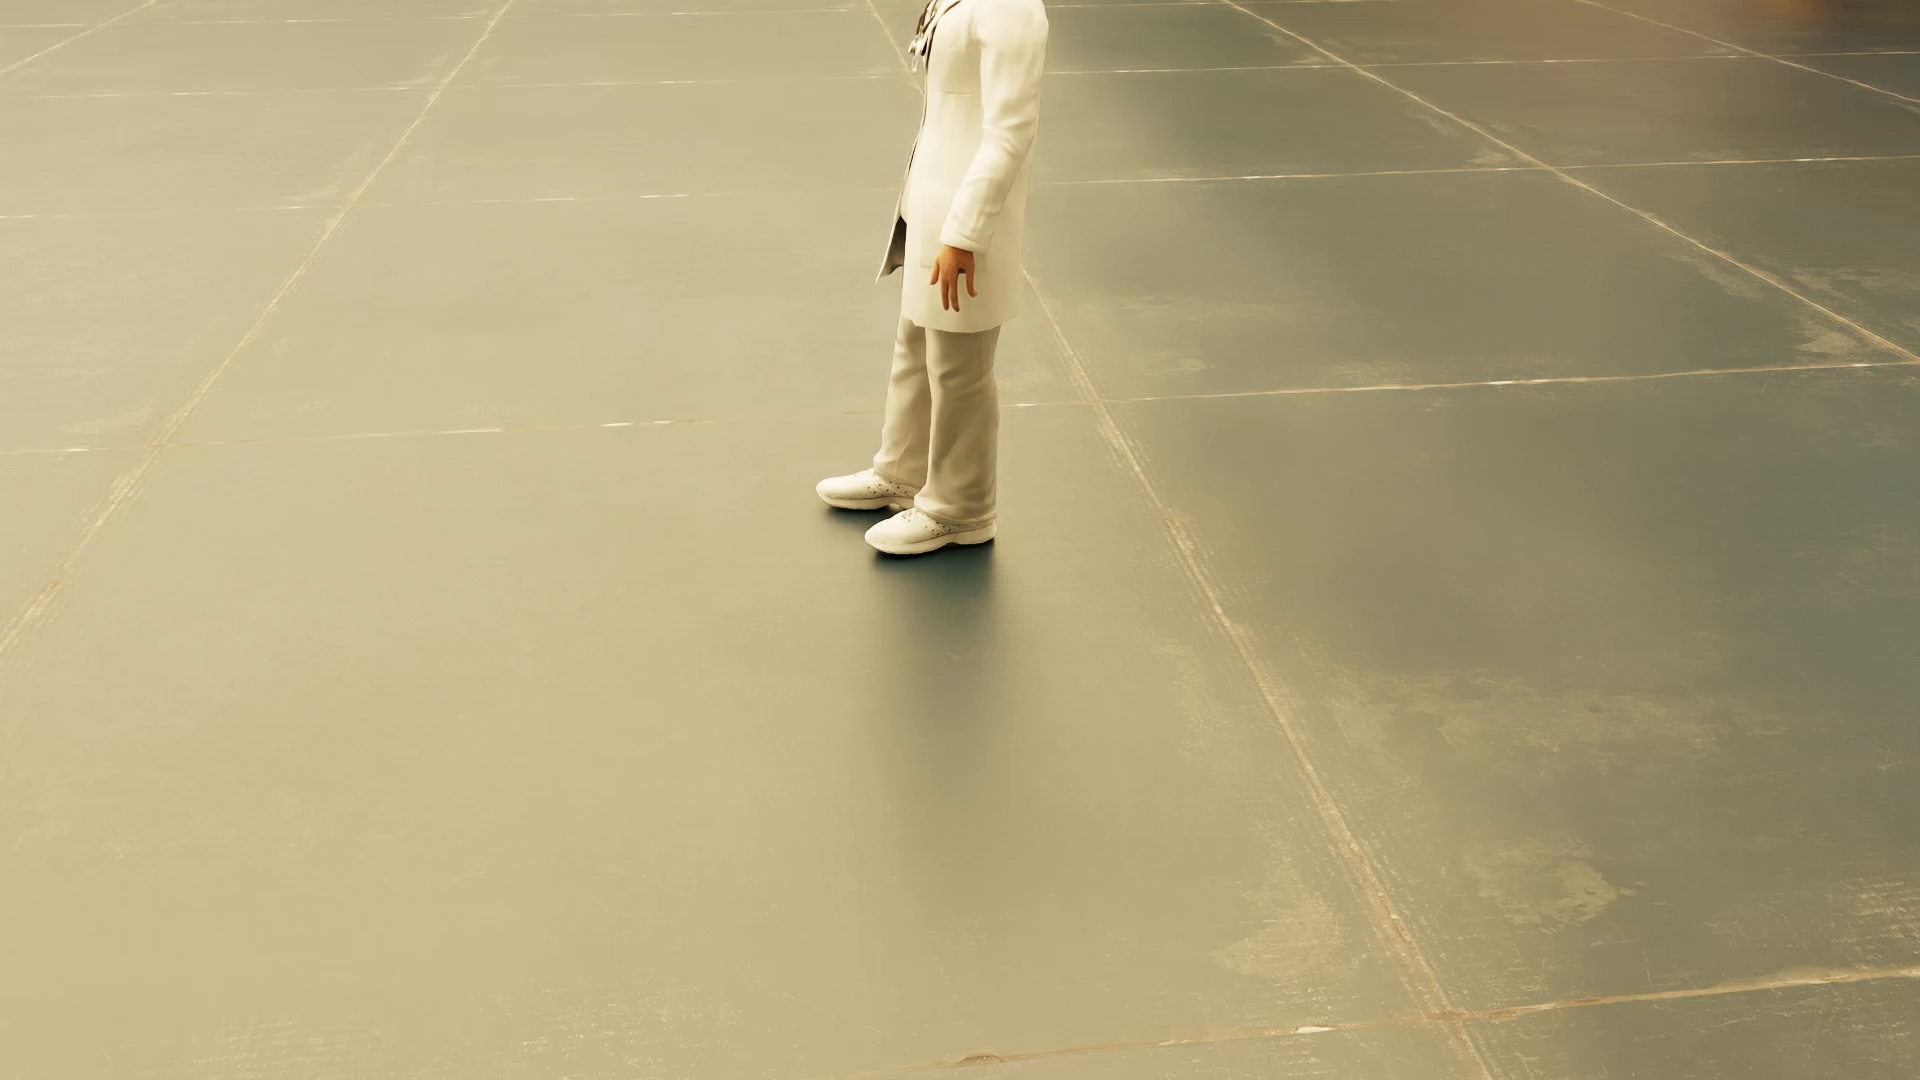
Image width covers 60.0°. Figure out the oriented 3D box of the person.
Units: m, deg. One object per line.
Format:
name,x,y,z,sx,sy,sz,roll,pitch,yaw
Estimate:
person,-0.091,-0.804,4.209,0.578,1.777,0.698,-3,26,-7
